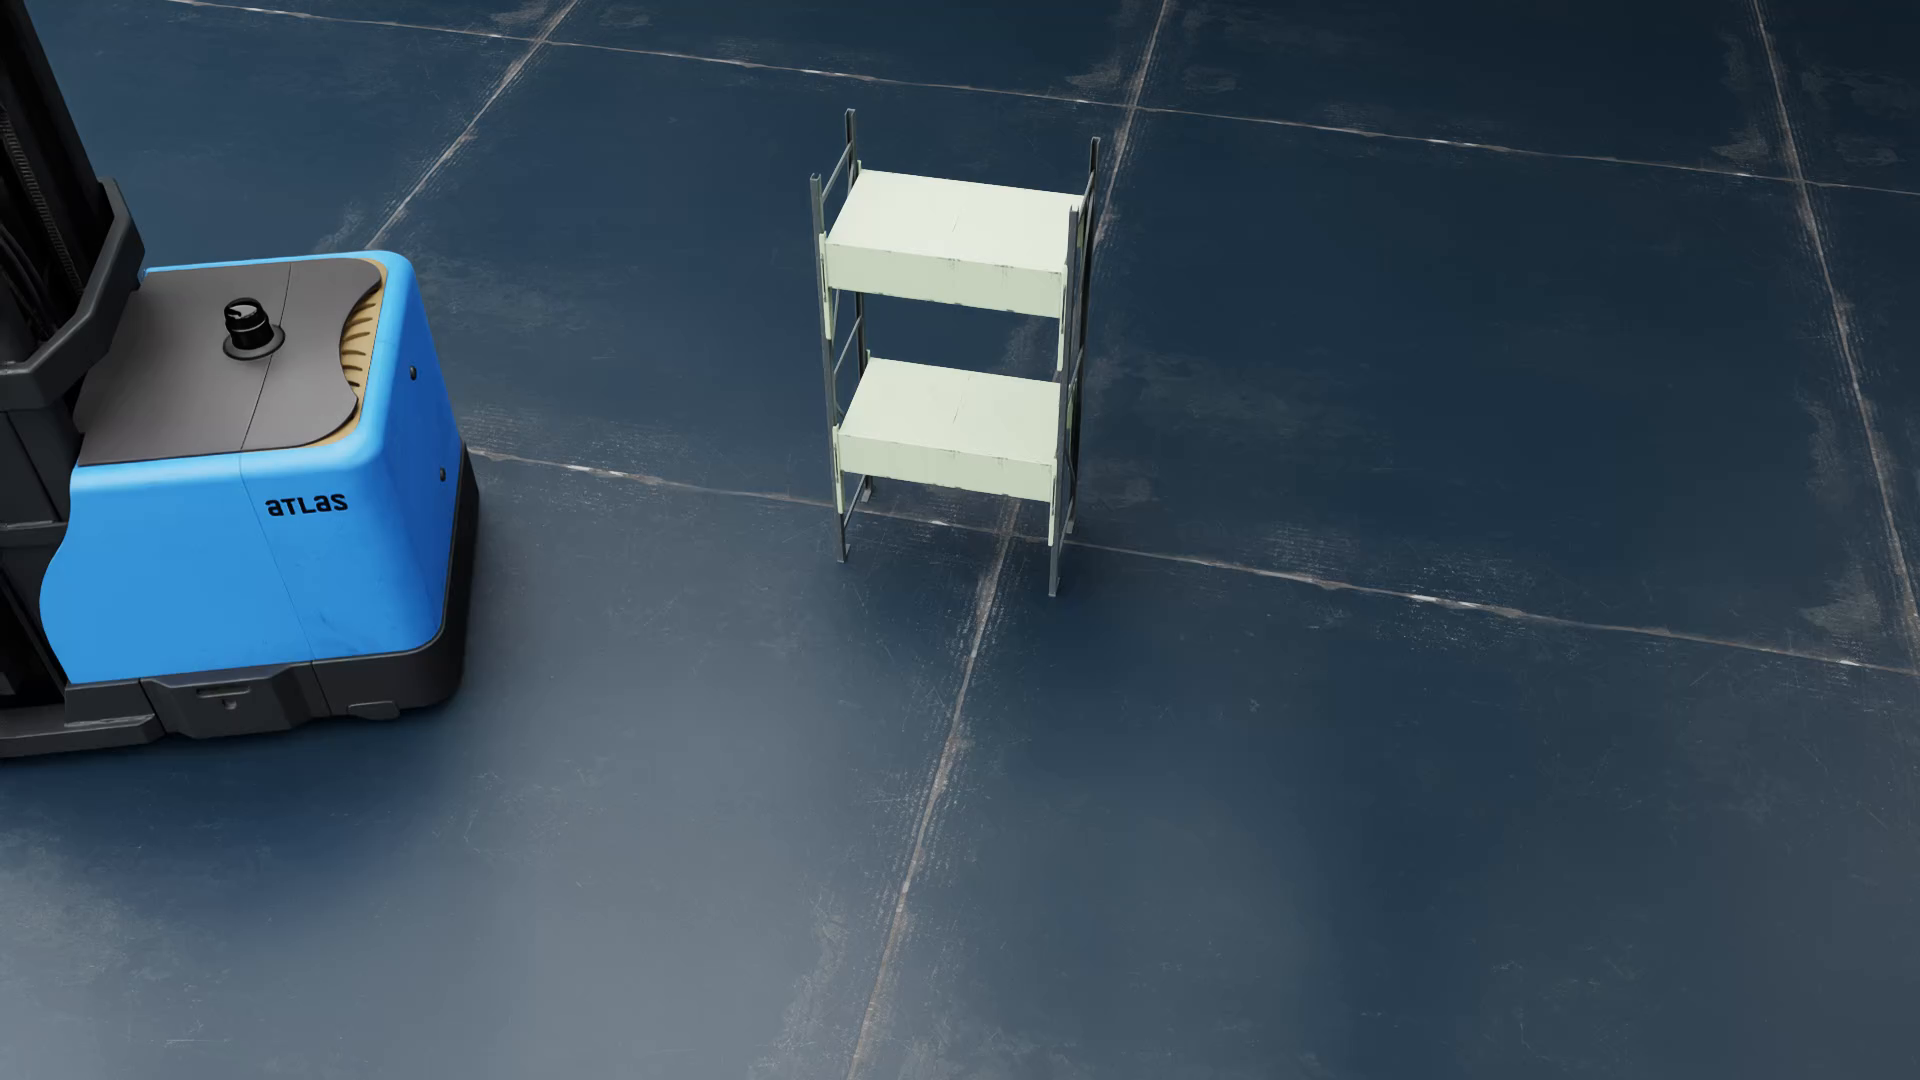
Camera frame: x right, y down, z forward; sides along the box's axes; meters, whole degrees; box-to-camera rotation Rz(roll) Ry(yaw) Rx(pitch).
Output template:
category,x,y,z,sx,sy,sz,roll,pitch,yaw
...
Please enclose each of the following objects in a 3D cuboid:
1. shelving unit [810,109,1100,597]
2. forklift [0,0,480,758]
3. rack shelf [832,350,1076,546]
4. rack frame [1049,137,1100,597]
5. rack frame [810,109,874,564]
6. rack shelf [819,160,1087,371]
category,x,y,z,sx,sy,sz,roll,pitch,yaw
shelving unit,-0.007,-0.541,5.231,0.755,1.500,0.431,9,45,9
forklift,-3.118,-0.718,4.382,3.031,2.935,1.130,-6,44,-6
rack shelf,-0.007,-0.306,5.457,0.720,0.370,0.431,9,45,9
rack frame,0.351,-0.486,5.173,0.023,1.500,0.400,9,45,9
rack frame,-0.364,-0.597,5.289,0.023,1.500,0.400,9,45,9
rack shelf,-0.007,-0.823,4.960,0.720,0.370,0.431,9,45,9
